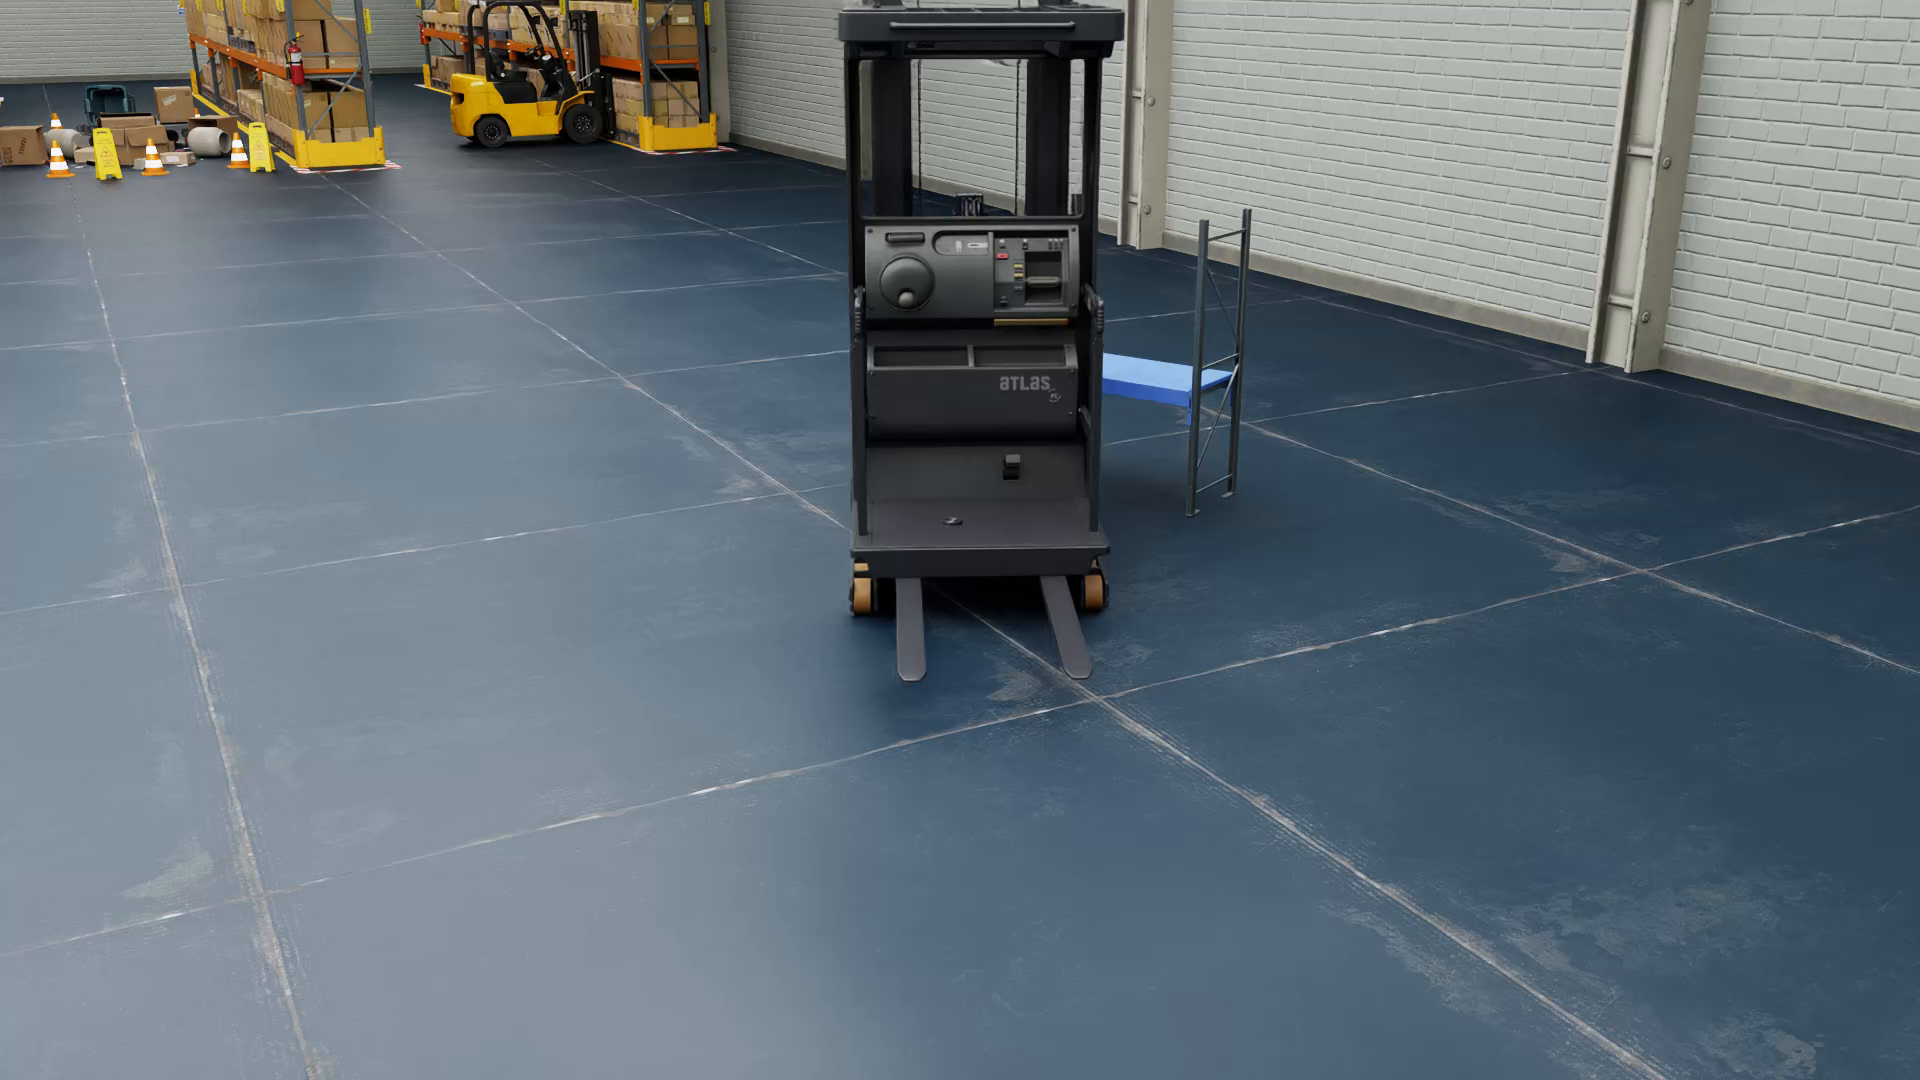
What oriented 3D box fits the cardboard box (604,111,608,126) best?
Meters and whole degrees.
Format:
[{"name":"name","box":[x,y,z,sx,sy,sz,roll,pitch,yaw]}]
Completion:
[{"name":"cardboard box","box":[-5.572,-6.898,27.094,0.500,0.250,0.500,-9,21,-25]}]

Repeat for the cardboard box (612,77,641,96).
[{"name":"cardboard box","box":[-5.336,-7.222,26.502,0.500,0.250,0.500,-10,21,-26]}]

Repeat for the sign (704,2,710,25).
[{"name":"sign","box":[-3.856,-8.009,25.295,0.100,0.325,0.005,-10,21,-27]}]

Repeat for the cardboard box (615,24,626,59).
[{"name":"cardboard box","box":[-5.050,-7.776,25.916,0.500,0.500,0.500,-9,21,-25]}]

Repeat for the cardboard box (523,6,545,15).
[{"name":"cardboard box","box":[-7.846,-9.772,30.705,0.380,0.149,0.250,-10,21,-26]}]

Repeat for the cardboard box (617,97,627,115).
[{"name":"cardboard box","box":[-5.082,-6.850,26.190,0.500,0.250,0.500,-10,22,-27]}]

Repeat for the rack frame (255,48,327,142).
[{"name":"rack frame","box":[-10.613,-7.856,26.301,1.000,3.000,0.127,-10,21,-27]}]

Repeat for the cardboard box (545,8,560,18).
[{"name":"cardboard box","box":[-7.054,-9.249,29.188,0.380,0.149,0.250,-11,22,-28]}]

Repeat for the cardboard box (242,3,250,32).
[{"name":"cardboard box","box":[-11.271,-8.482,26.861,0.500,0.500,0.500,-10,21,-26]}]

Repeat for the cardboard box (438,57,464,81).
[{"name":"cardboard box","box":[-11.366,-10.646,37.575,0.700,0.500,0.500,-9,21,-24]}]

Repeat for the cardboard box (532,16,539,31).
[{"name":"cardboard box","box":[-7.416,-9.335,30.050,0.500,0.250,0.500,-10,21,-26]}]

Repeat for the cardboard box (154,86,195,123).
[{"name":"cardboard box","box":[-12.165,-6.748,25.761,0.500,0.500,0.500,-10,21,-27]}]

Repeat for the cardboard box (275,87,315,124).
[{"name":"cardboard box","box":[-9.808,-6.446,24.636,0.500,0.500,0.500,-11,22,-28]}]

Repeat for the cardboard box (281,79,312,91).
[{"name":"cardboard box","box":[-9.557,-6.553,23.950,0.380,0.149,0.250,-9,21,-25]}]

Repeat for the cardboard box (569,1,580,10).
[{"name":"cardboard box","box":[-6.356,-8.983,27.963,0.380,0.149,0.250,-10,21,-26]}]

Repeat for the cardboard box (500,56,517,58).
[{"name":"cardboard box","box":[-9.487,-10.111,35.028,0.380,0.149,0.250,-10,21,-27]}]

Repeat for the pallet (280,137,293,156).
[{"name":"pallet","box":[-9.680,-6.000,25.197,1.003,0.211,1.213,-10,21,-27]}]

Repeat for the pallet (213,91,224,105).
[{"name":"pallet","box":[-14.704,-9.065,34.079,1.003,0.211,1.213,-10,21,-27]}]

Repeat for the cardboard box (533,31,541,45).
[{"name":"cardboard box","box":[-7.420,-9.097,30.127,0.500,0.250,0.500,-9,21,-25]}]

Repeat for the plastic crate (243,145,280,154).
[{"name":"plastic crate","box":[-10.589,-5.899,25.103,0.583,0.080,0.402,16,25,39]}]

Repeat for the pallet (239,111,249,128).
[{"name":"pallet","box":[-12.143,-7.462,29.433,1.003,0.211,1.213,-10,21,-27]}]

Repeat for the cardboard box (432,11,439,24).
[{"name":"cardboard box","box":[-11.483,-11.679,37.153,0.500,0.250,0.500,-10,22,-28]}]

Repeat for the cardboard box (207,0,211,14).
[{"name":"cardboard box","box":[-13.954,-10.216,31.453,0.500,0.500,0.500,-11,22,-28]}]

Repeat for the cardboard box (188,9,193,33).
[{"name":"cardboard box","box":[-16.071,-11.025,35.331,0.500,0.500,0.500,-10,22,-27]}]

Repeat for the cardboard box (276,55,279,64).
[{"name":"cardboard box","box":[-9.749,-7.020,24.262,0.380,0.149,0.250,-10,22,-27]}]

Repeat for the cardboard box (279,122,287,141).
[{"name":"cardboard box","box":[-9.827,-6.097,24.772,0.500,0.250,0.500,-11,22,-29]}]

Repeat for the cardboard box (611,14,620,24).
[{"name":"cardboard box","box":[-5.251,-8.183,26.100,0.380,0.149,0.250,-11,22,-28]}]

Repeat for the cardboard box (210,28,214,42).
[{"name":"cardboard box","box":[-13.959,-9.617,31.633,0.500,0.250,0.500,-10,21,-27]}]

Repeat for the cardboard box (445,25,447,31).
[{"name":"cardboard box","box":[-11.136,-11.302,36.672,0.380,0.149,0.250,-10,21,-27]}]

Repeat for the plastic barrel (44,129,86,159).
[{"name":"plastic barrel","box":[-13.033,-5.755,24.160,0.512,0.421,0.421,4,19,11]}]

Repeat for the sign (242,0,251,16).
[{"name":"sign","box":[-11.100,-8.317,25.860,0.100,0.325,0.005,-10,21,-27]}]

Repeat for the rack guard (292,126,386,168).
[{"name":"rack guard","box":[-8.750,-5.548,23.444,1.175,0.500,0.348,-10,21,-27]}]

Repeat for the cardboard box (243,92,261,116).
[{"name":"cardboard box","box":[-11.896,-7.587,28.904,0.950,0.372,0.625,-10,22,-28]}]

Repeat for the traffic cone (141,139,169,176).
[{"name":"traffic cone","box":[-10.869,-5.163,22.385,0.336,0.463,0.334,-10,21,-27]}]

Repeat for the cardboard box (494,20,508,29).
[{"name":"cardboard box","box":[-8.796,-9.984,32.207,0.380,0.149,0.250,-10,21,-26]}]

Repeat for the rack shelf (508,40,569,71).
[{"name":"rack shelf","box":[-7.196,-8.860,30.313,1.077,0.370,4.000,-10,21,-27]}]

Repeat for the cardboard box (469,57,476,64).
[{"name":"cardboard box","box":[-10.109,-10.102,35.003,0.380,0.149,0.250,-9,21,-24]}]

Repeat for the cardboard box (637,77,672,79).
[{"name":"cardboard box","box":[-4.877,-7.305,26.741,0.500,0.250,0.500,-10,21,-27]}]

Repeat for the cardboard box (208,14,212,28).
[{"name":"cardboard box","box":[-13.963,-9.854,31.554,0.500,0.250,0.500,-10,21,-26]}]

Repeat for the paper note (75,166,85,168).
[{"name":"paper note","box":[-12.253,-5.209,23.184,0.144,0.017,0.142,-3,19,-8]}]

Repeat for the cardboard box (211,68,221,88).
[{"name":"cardboard box","box":[-15.041,-9.594,34.621,0.875,0.438,0.875,-11,22,-28]}]

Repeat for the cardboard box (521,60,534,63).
[{"name":"cardboard box","box":[-8.625,-9.595,33.534,0.380,0.149,0.250,-10,22,-28]}]

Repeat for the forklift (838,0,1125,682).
[{"name":"forklift","box":[0.065,-1.166,7.018,1.130,2.935,3.031,-1,19,-2]}]

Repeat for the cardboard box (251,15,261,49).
[{"name":"cardboard box","box":[-10.649,-7.875,25.745,0.500,0.500,0.500,-10,21,-27]}]

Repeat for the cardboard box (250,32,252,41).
[{"name":"cardboard box","box":[-11.210,-8.120,26.805,0.380,0.149,0.250,-11,22,-28]}]

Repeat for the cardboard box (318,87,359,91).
[{"name":"cardboard box","box":[-9.117,-6.392,24.479,0.500,0.500,0.500,-11,22,-29]}]

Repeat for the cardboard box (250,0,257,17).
[{"name":"cardboard box","box":[-10.157,-8.059,24.745,0.700,0.500,0.500,-11,22,-28]}]

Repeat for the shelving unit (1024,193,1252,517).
[{"name":"shelving unit","box":[0.898,-0.991,8.705,1.048,1.500,0.538,13,23,34]}]

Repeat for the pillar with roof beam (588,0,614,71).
[{"name":"pillar with roof beam","box":[-10.522,-11.709,28.269,9.100,9.000,0.400,-10,21,-27]}]

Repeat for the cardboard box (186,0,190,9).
[{"name":"cardboard box","box":[-16.083,-11.492,35.151,0.500,0.500,0.500,-11,22,-28]}]
